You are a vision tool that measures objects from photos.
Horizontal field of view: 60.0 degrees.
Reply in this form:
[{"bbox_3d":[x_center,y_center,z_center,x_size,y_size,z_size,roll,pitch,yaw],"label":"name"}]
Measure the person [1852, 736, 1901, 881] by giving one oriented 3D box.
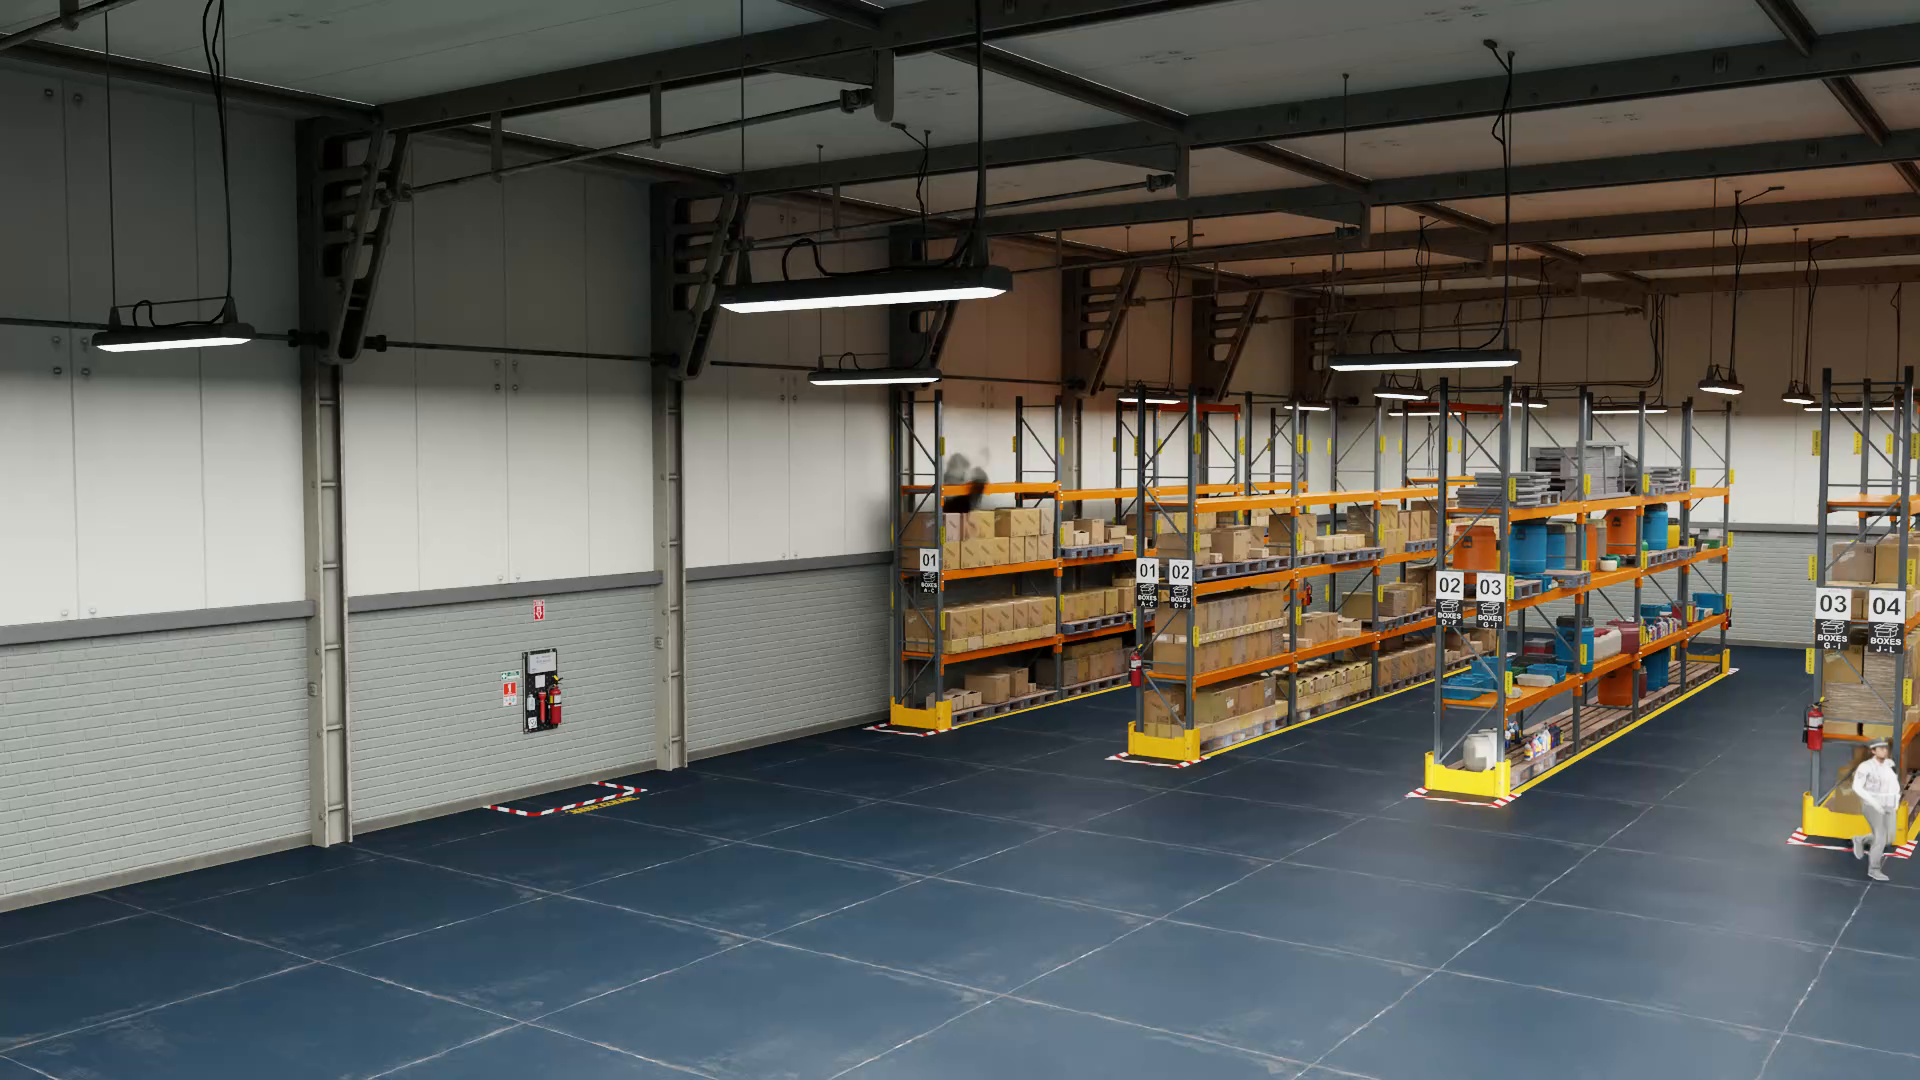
[{"bbox_3d":[10.627,3.095,19.326,0.598,1.663,0.638,-1,3,-11],"label":"person"}]
